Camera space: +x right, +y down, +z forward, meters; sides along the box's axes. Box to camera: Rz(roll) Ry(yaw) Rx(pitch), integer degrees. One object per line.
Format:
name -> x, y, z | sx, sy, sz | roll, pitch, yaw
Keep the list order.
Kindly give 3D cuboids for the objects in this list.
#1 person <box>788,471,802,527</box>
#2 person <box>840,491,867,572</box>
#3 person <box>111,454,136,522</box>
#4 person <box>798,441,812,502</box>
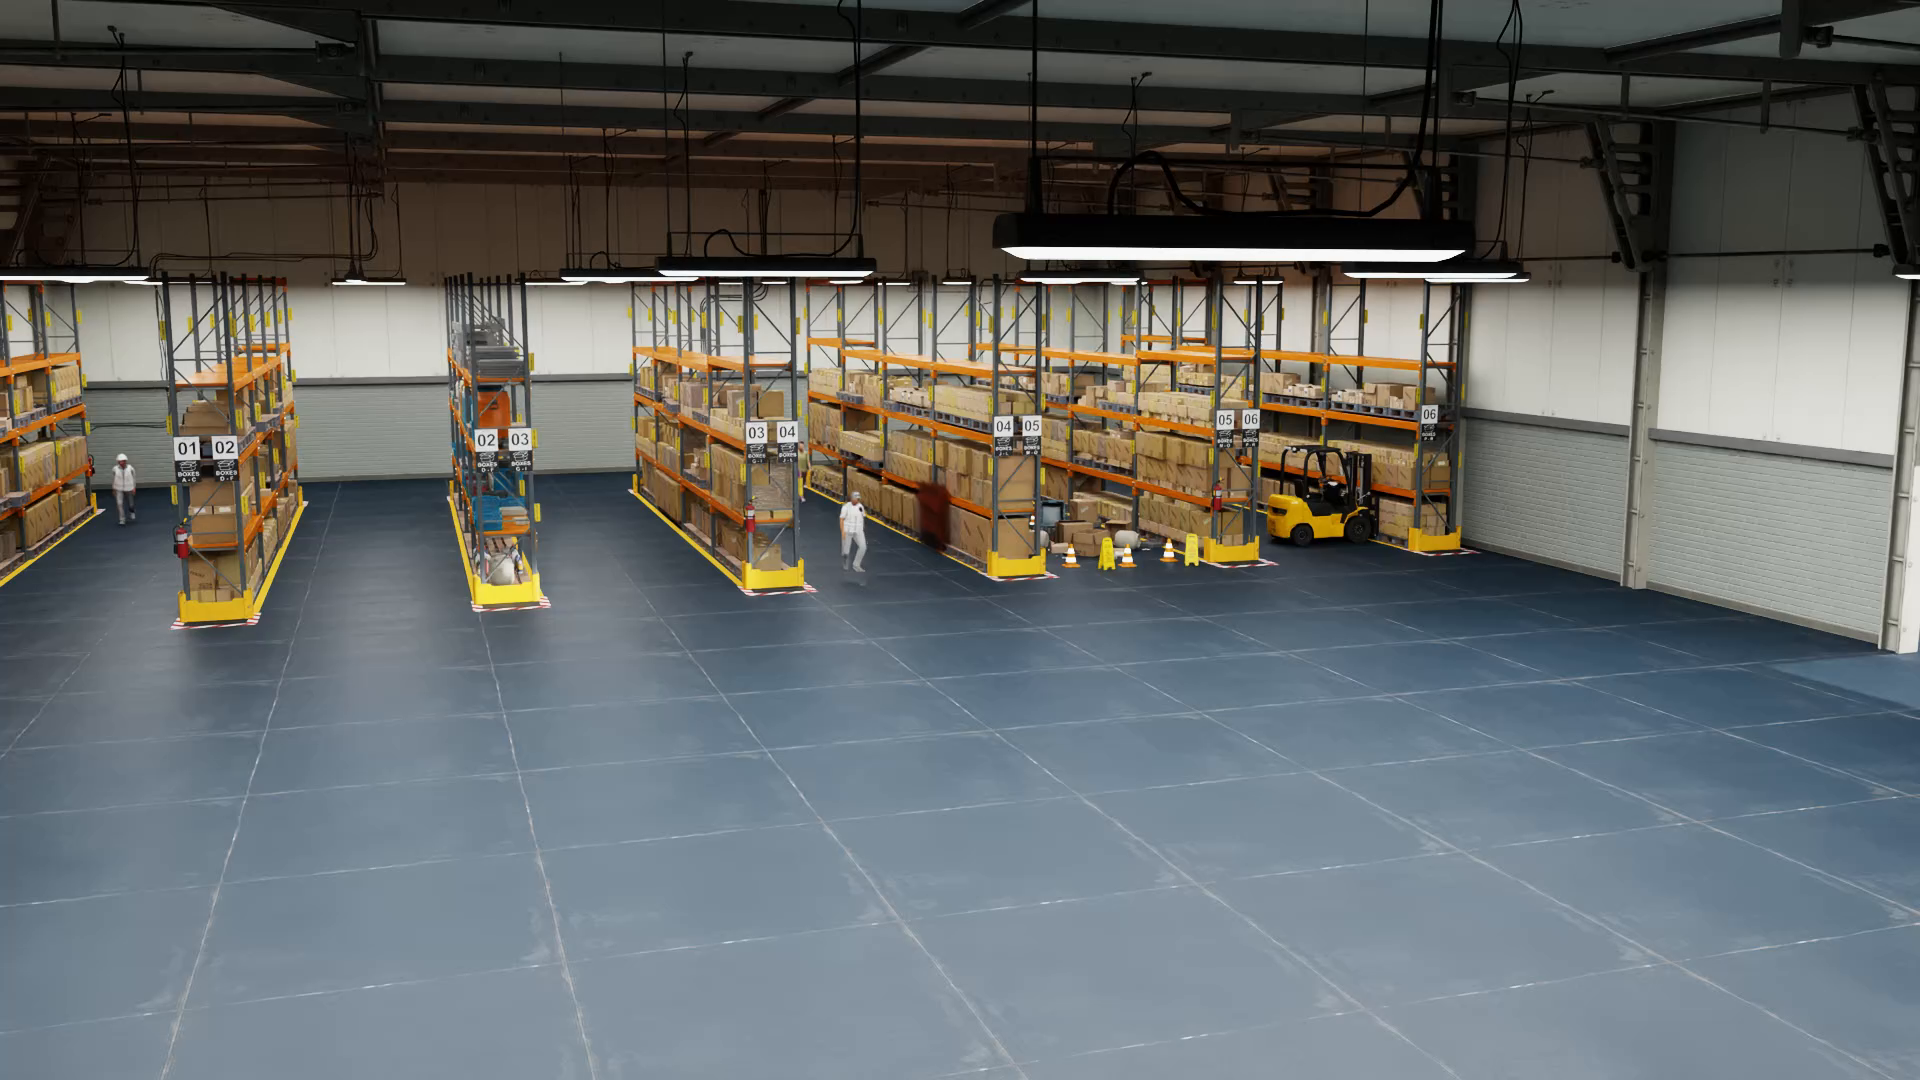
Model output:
person -> -4.136, -1.210, 40.215 | 0.636, 1.693, 1.067 | -4, 10, -27
person -> -2.071, -0.179, 32.445 | 0.560, 1.557, 0.778 | -3, 9, -21
person -> -20.441, -1.297, 40.688 | 0.548, 1.673, 0.780 | -3, 9, -22
person -> -4.280, -1.868, 44.961 | 0.486, 1.611, 1.058 | -3, 9, -20
